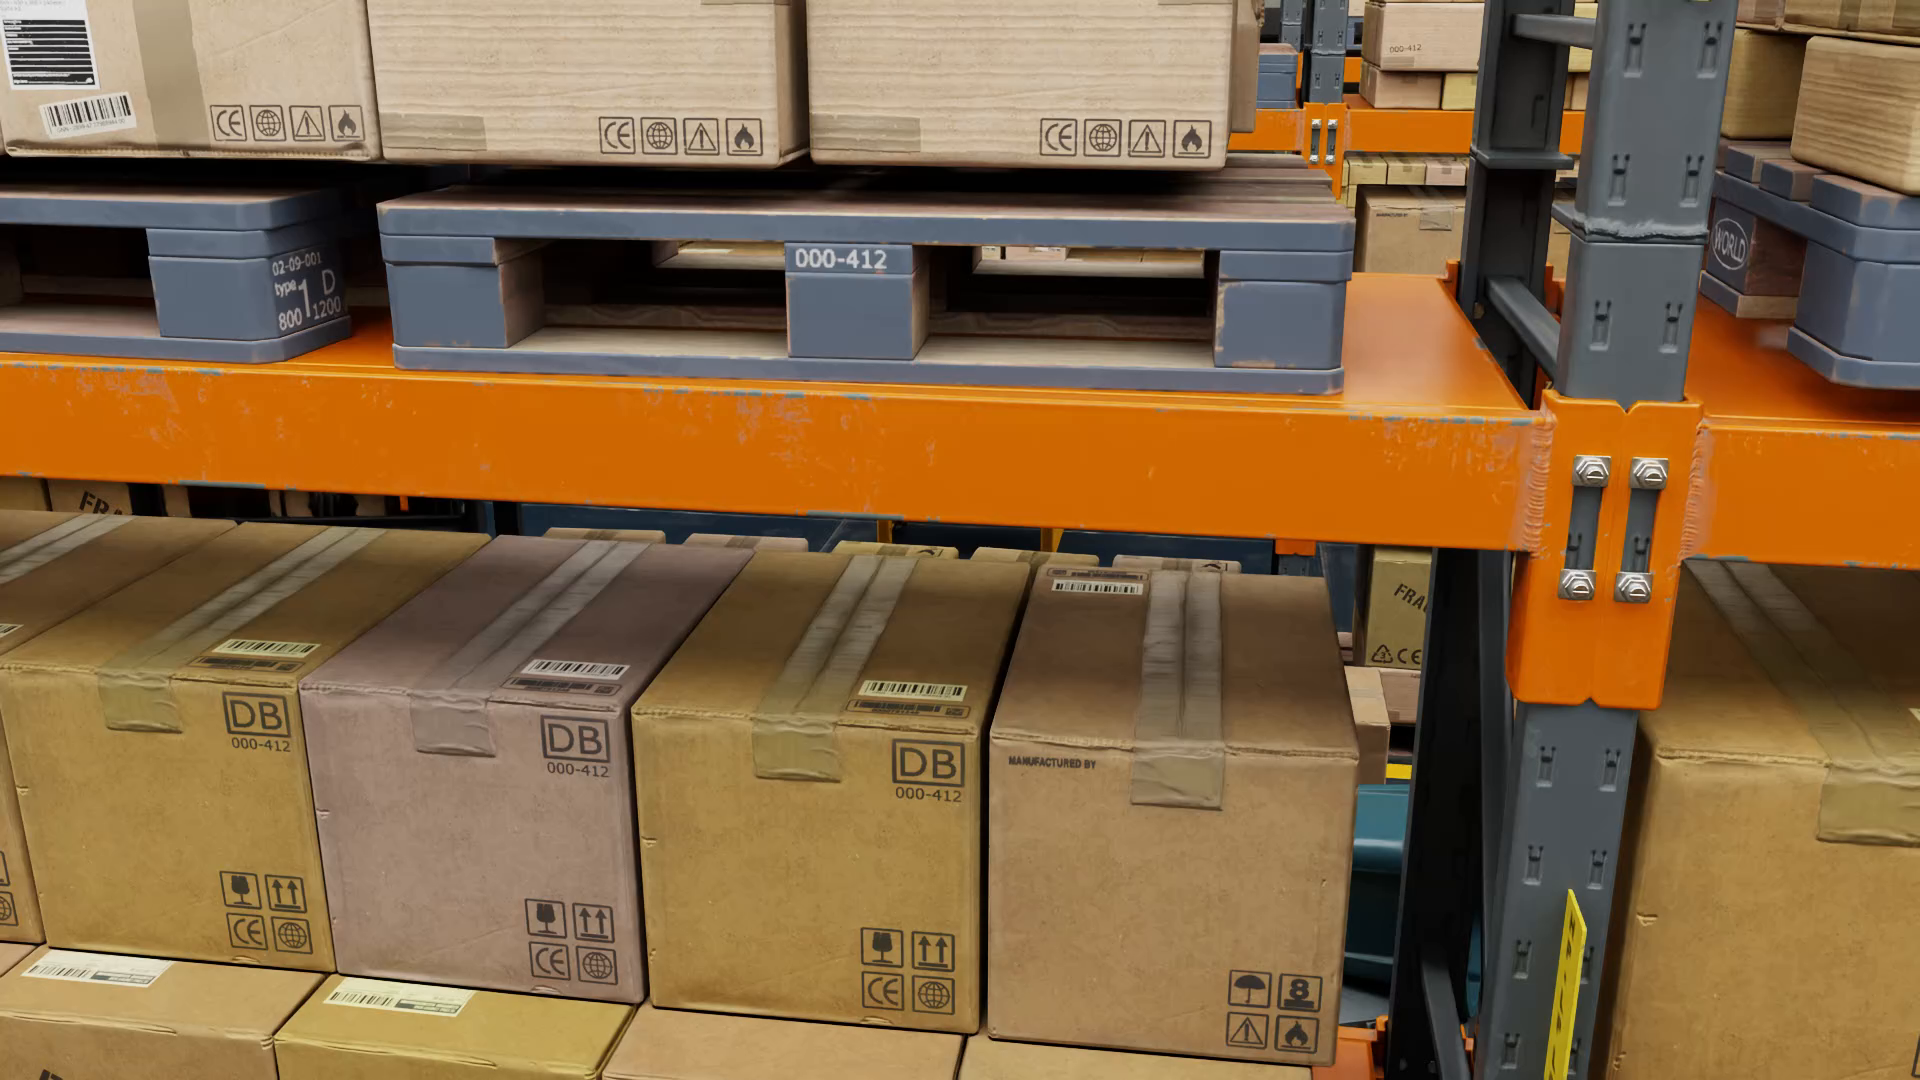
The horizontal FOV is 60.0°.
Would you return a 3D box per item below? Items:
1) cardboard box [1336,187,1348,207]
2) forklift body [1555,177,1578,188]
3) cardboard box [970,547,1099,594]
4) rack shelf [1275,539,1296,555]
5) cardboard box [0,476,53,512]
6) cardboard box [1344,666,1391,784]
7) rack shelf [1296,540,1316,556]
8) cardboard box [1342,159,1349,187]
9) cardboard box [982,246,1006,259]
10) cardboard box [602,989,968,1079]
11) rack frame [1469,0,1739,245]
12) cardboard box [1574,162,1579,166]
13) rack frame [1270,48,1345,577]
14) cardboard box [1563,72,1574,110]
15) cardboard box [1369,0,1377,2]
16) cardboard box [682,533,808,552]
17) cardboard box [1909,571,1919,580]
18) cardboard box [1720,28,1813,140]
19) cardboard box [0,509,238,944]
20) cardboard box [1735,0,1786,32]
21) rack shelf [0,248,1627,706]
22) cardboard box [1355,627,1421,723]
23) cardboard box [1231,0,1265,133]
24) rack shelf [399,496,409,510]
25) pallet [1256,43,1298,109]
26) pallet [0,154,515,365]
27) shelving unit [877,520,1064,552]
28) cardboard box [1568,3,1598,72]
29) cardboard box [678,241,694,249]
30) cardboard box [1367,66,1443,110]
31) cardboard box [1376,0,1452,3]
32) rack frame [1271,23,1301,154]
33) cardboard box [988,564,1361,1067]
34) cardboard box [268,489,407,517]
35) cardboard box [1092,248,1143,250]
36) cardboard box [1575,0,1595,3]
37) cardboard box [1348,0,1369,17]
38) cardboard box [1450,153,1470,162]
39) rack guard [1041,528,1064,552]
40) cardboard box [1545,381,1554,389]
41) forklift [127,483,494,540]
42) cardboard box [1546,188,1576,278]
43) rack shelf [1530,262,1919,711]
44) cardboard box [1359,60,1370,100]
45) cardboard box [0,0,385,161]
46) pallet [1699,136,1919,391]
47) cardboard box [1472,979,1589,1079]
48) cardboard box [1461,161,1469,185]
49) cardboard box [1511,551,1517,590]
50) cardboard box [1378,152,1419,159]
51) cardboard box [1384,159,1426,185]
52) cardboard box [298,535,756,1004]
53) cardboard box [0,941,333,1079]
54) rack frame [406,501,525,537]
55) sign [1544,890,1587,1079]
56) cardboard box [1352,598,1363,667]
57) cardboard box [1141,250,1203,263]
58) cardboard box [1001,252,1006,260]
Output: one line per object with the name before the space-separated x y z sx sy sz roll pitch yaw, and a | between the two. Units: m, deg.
cardboard box | 2.570 -2.425 11.643 0.250 0.149 0.380 3 19 8
forklift body | 4.085 -1.088 10.166 1.214 2.155 2.313 3 19 9
cardboard box | 0.285 0.373 7.939 0.625 0.372 0.950 4 19 12
rack shelf | -0.461 -0.372 7.822 4.000 0.370 1.077 3 19 9
cardboard box | -4.868 -0.158 8.734 0.875 0.875 0.875 3 19 10
cardboard box | 1.261 0.773 6.013 0.500 0.500 0.500 3 19 9
rack shelf | 3.488 -0.171 7.221 4.000 0.370 1.077 3 19 9
cardboard box | 2.565 -2.555 11.564 0.250 0.149 0.380 3 19 10
cardboard box | 0.065 -1.298 7.143 0.250 0.149 0.380 2 19 6
cardboard box | -0.229 0.928 2.646 0.500 0.500 0.500 3 19 8
rack frame | 0.828 -1.902 1.805 0.127 3.000 1.000 3 19 9
cardboard box | 4.344 -2.490 11.370 0.250 0.149 0.380 3 19 9
rack frame | 1.513 -0.613 7.407 0.127 3.000 1.000 3 19 9
cardboard box | 2.294 -1.815 6.669 0.250 0.149 0.380 3 19 9
cardboard box | 1.861 -2.347 7.002 0.250 0.149 0.380 3 19 10
cardboard box | -1.150 0.299 8.162 0.625 0.372 0.950 3 19 8
cardboard box | 1.748 0.380 2.501 0.550 0.550 0.875 3 19 9
cardboard box | 1.238 -0.689 2.483 0.250 0.149 0.380 3 19 8
cardboard box | -1.673 0.296 2.958 0.500 0.500 0.700 3 19 8
cardboard box | 1.355 -0.852 2.342 0.500 0.250 0.500 3 19 8
rack shelf | -1.147 -0.239 2.696 4.000 0.370 1.077 3 19 9
cardboard box | 2.053 0.606 7.435 0.500 0.250 0.500 2 19 6
cardboard box | 0.271 -0.771 2.545 0.396 0.266 0.258 3 19 8
rack shelf | -4.411 -0.574 8.424 4.000 0.370 1.077 3 19 9
pallet | 0.921 -2.011 7.154 1.003 0.211 1.213 3 19 9
pallet | -1.373 -0.520 2.700 1.213 0.211 1.003 4 19 11
shelving unit | 0.075 -0.707 10.054 1.083 1.500 0.587 3 19 9
cardboard box | 2.415 -1.974 6.517 0.500 0.250 0.500 3 19 8
cardboard box | -1.513 -1.083 7.523 0.500 0.500 0.500 4 19 11
cardboard box | 1.785 -1.823 6.692 0.250 0.149 0.380 3 19 8
cardboard box | 1.772 -2.176 6.492 0.250 0.149 0.380 3 19 8
rack frame | 2.297 -2.168 12.056 0.127 3.000 1.000 3 19 9
cardboard box | 0.337 0.398 2.652 0.500 0.500 0.700 3 19 8
cardboard box | -3.105 -0.067 8.461 0.875 0.875 0.875 3 19 8
cardboard box | 0.601 -1.139 7.692 0.500 0.500 0.500 3 19 9
cardboard box | 2.293 -2.156 6.432 0.250 0.149 0.380 2 19 7
cardboard box | 2.692 -3.600 11.185 0.250 0.149 0.380 3 19 10
cardboard box | 3.675 -2.696 11.984 0.250 0.149 0.380 3 19 8
rack guard | 0.567 -0.090 10.177 0.087 0.250 0.587 3 19 9
cardboard box | 2.403 -0.674 6.963 0.500 0.500 0.500 3 19 8
forklift | -2.078 0.167 5.184 1.130 2.935 3.031 -1 19 -3
cardboard box | 2.414 -1.153 6.819 0.500 0.500 0.700 3 19 9
rack shelf | 2.803 -0.038 2.095 4.000 0.370 1.077 3 19 9
cardboard box | 1.874 -1.996 7.210 0.250 0.149 0.380 3 19 9
cardboard box | -0.938 -0.703 2.271 0.500 0.311 0.500 2 19 7
pallet | 1.634 -0.393 2.163 1.213 0.211 1.003 3 19 9
cardboard box | 1.194 0.887 2.689 0.550 0.550 0.875 3 19 9
cardboard box | 3.589 -2.511 11.430 0.250 0.149 0.380 3 19 8
cardboard box | 2.583 0.274 7.247 0.500 0.500 0.500 4 19 11
cardboard box | 3.165 -2.708 12.021 0.250 0.149 0.380 3 19 8
cardboard box | 3.090 -2.560 11.579 0.250 0.149 0.380 3 19 8
cardboard box | -0.670 0.347 2.804 0.500 0.500 0.700 3 19 9
cardboard box | -1.229 0.877 2.796 0.500 0.500 0.500 3 19 8
rack frame | -2.436 -0.814 8.009 0.127 3.000 1.000 3 19 9
sign | 0.751 0.602 2.077 0.005 0.325 0.100 3 19 9
cardboard box | 2.140 0.437 7.940 0.500 0.250 0.500 4 19 11
cardboard box | 1.021 -0.952 7.132 0.500 0.500 0.500 3 19 8
cardboard box | 0.022 -1.004 7.289 0.500 0.500 0.500 4 19 11
